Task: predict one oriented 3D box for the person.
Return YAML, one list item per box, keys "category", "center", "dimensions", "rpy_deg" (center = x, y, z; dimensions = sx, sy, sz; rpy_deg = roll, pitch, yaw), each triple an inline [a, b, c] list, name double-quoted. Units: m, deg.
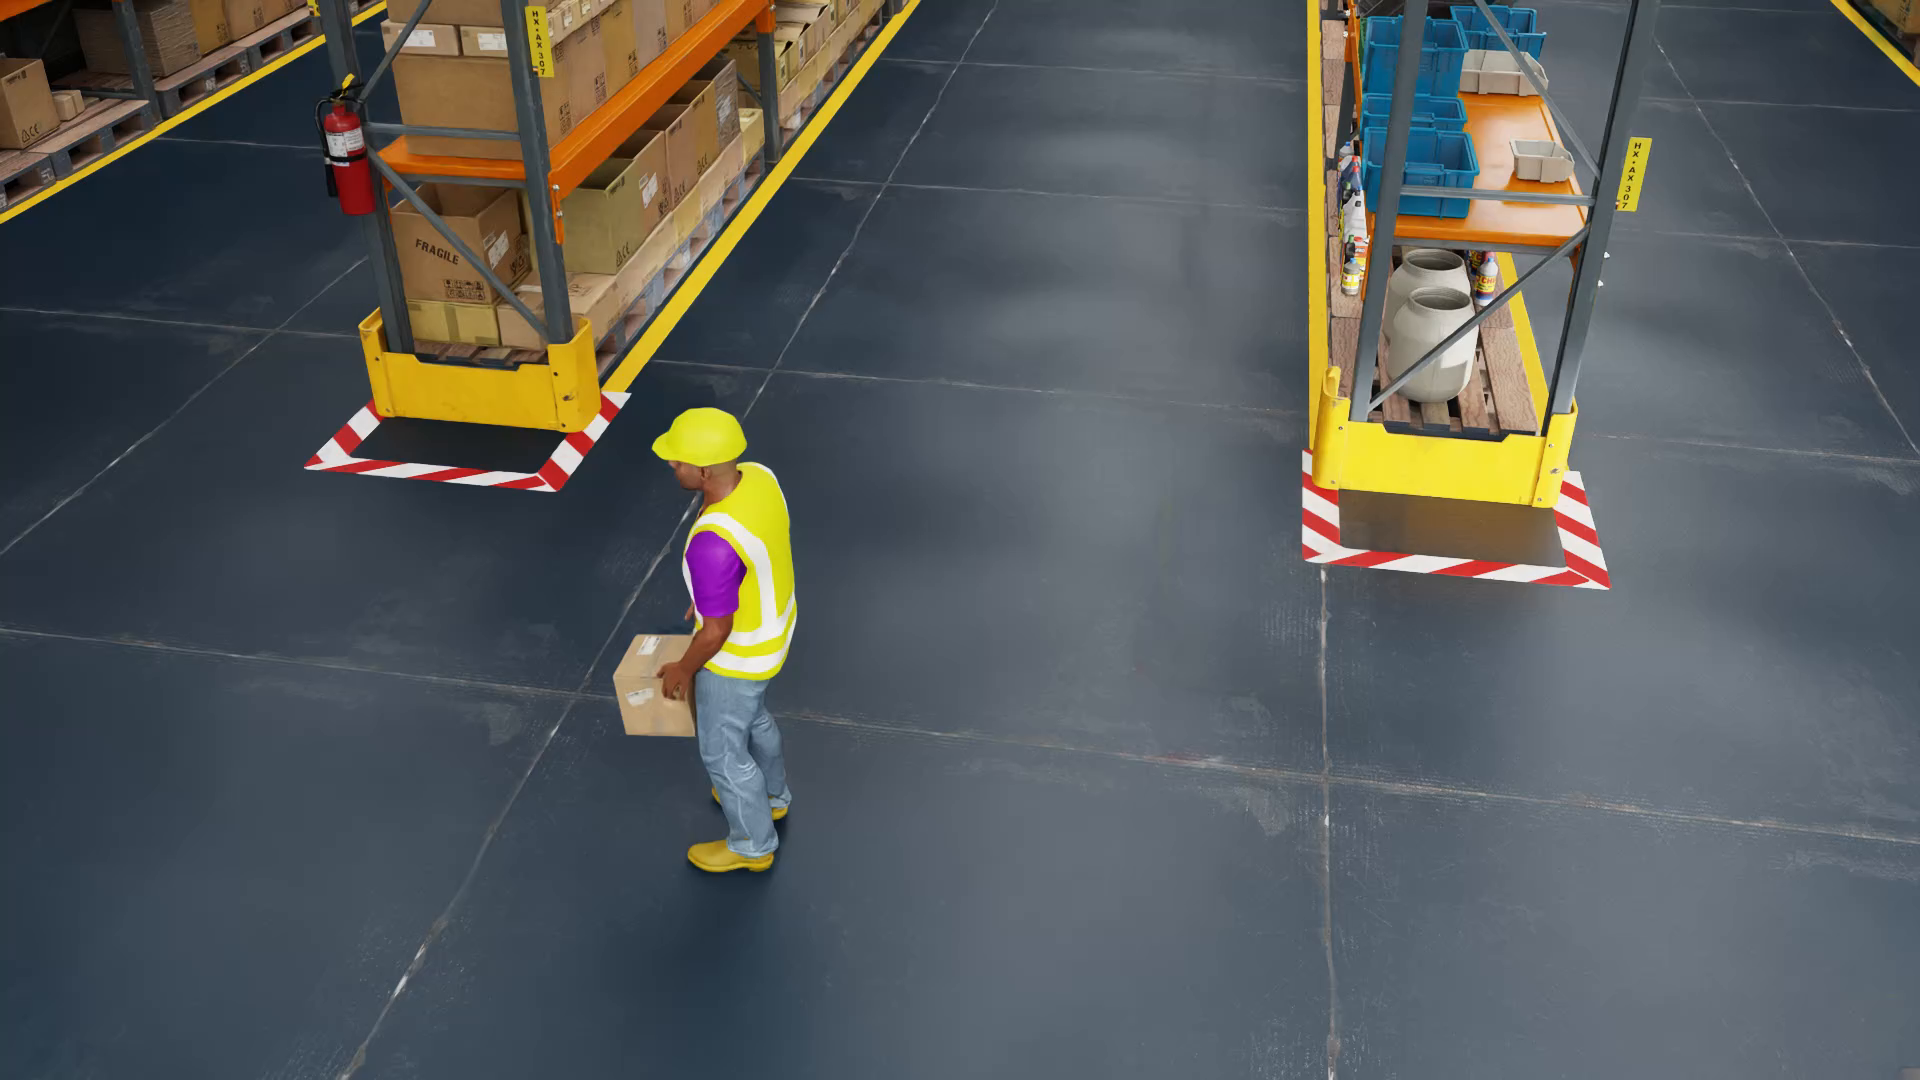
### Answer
- category: "person"
  center: [-0.764, 0.343, 5.569]
  dimensions: [0.434, 1.767, 0.580]
  rpy_deg: [5, 32, 7]
